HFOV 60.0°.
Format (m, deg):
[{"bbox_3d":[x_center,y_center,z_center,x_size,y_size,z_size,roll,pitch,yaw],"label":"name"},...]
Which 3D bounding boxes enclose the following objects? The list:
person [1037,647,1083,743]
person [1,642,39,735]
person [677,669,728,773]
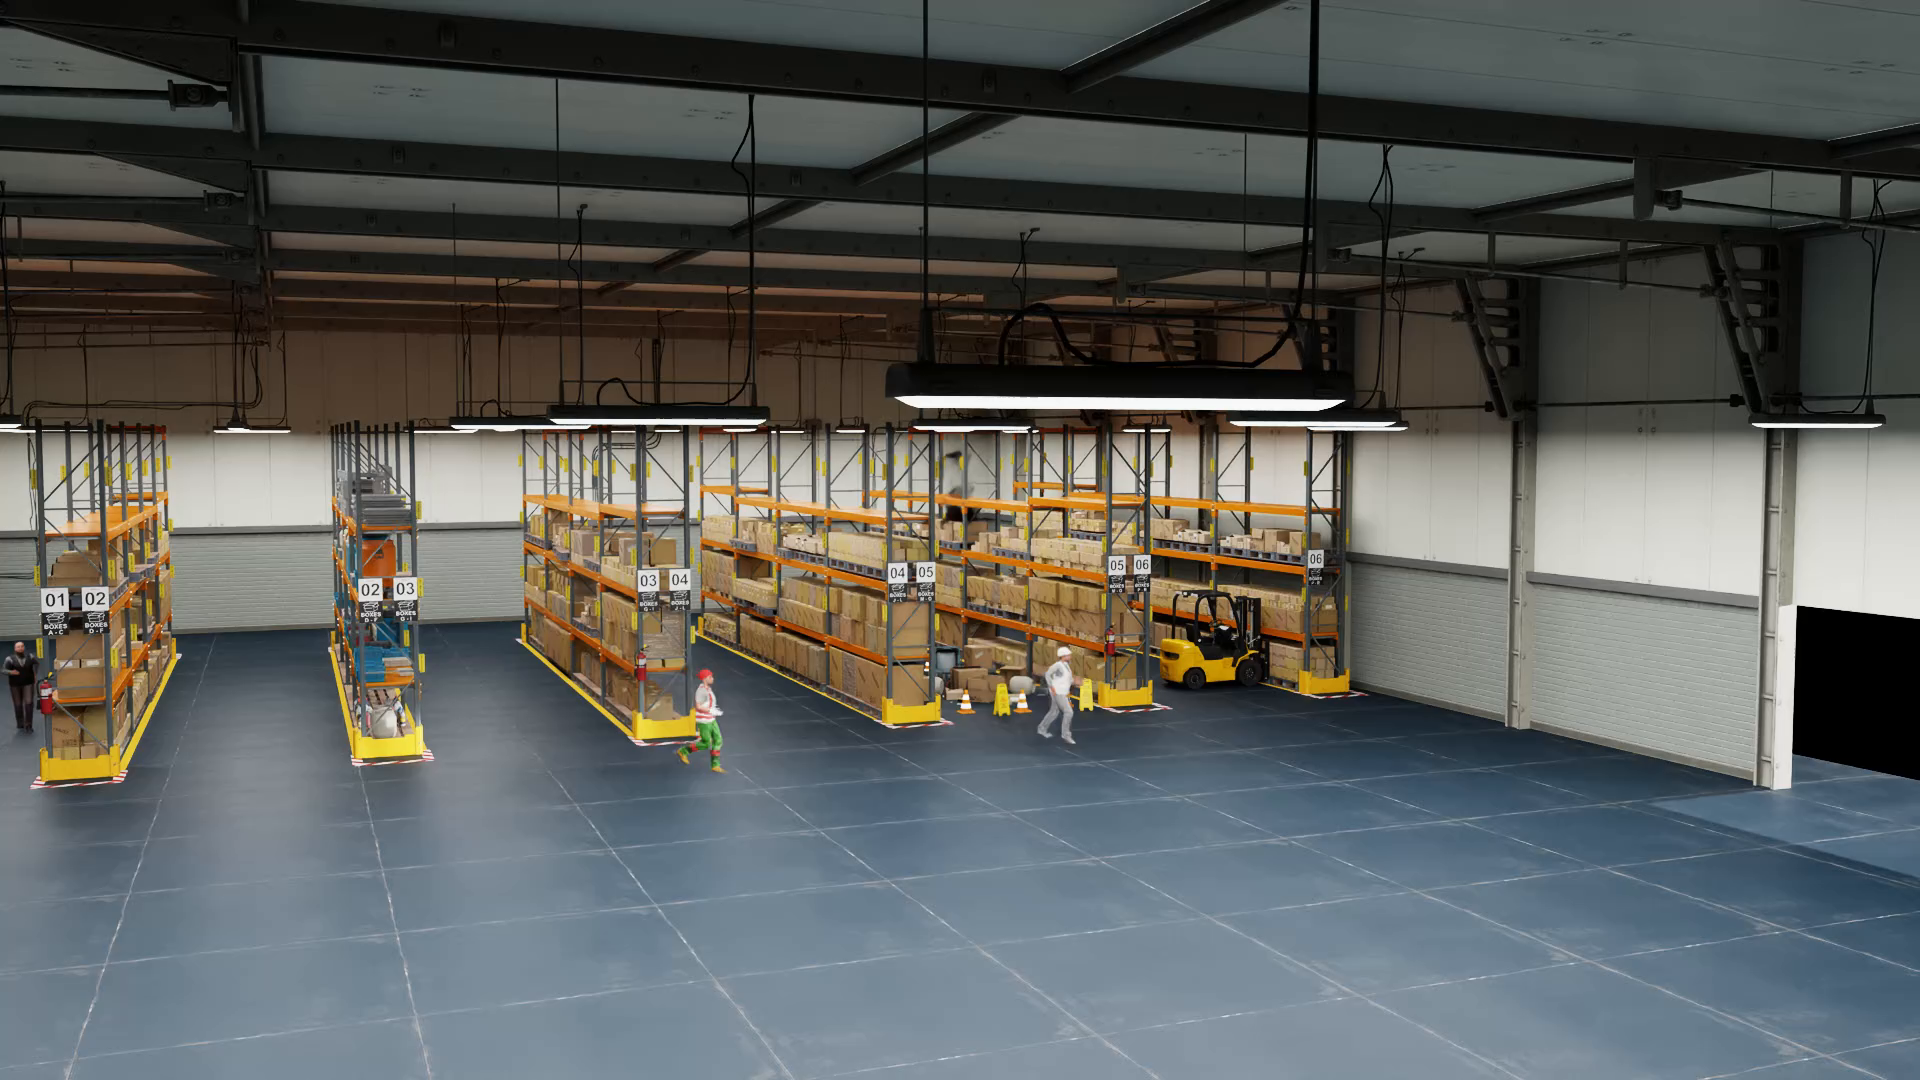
[{"bbox_3d":[1.866,2.911,31.172,0.882,1.831,0.596,1,4,15],"label":"person"},{"bbox_3d":[-18.150,2.848,32.139,0.644,1.772,0.805,-2,4,-30],"label":"person"},{"bbox_3d":[-4.386,3.088,28.318,0.866,1.788,0.666,0,4,5],"label":"person"}]
